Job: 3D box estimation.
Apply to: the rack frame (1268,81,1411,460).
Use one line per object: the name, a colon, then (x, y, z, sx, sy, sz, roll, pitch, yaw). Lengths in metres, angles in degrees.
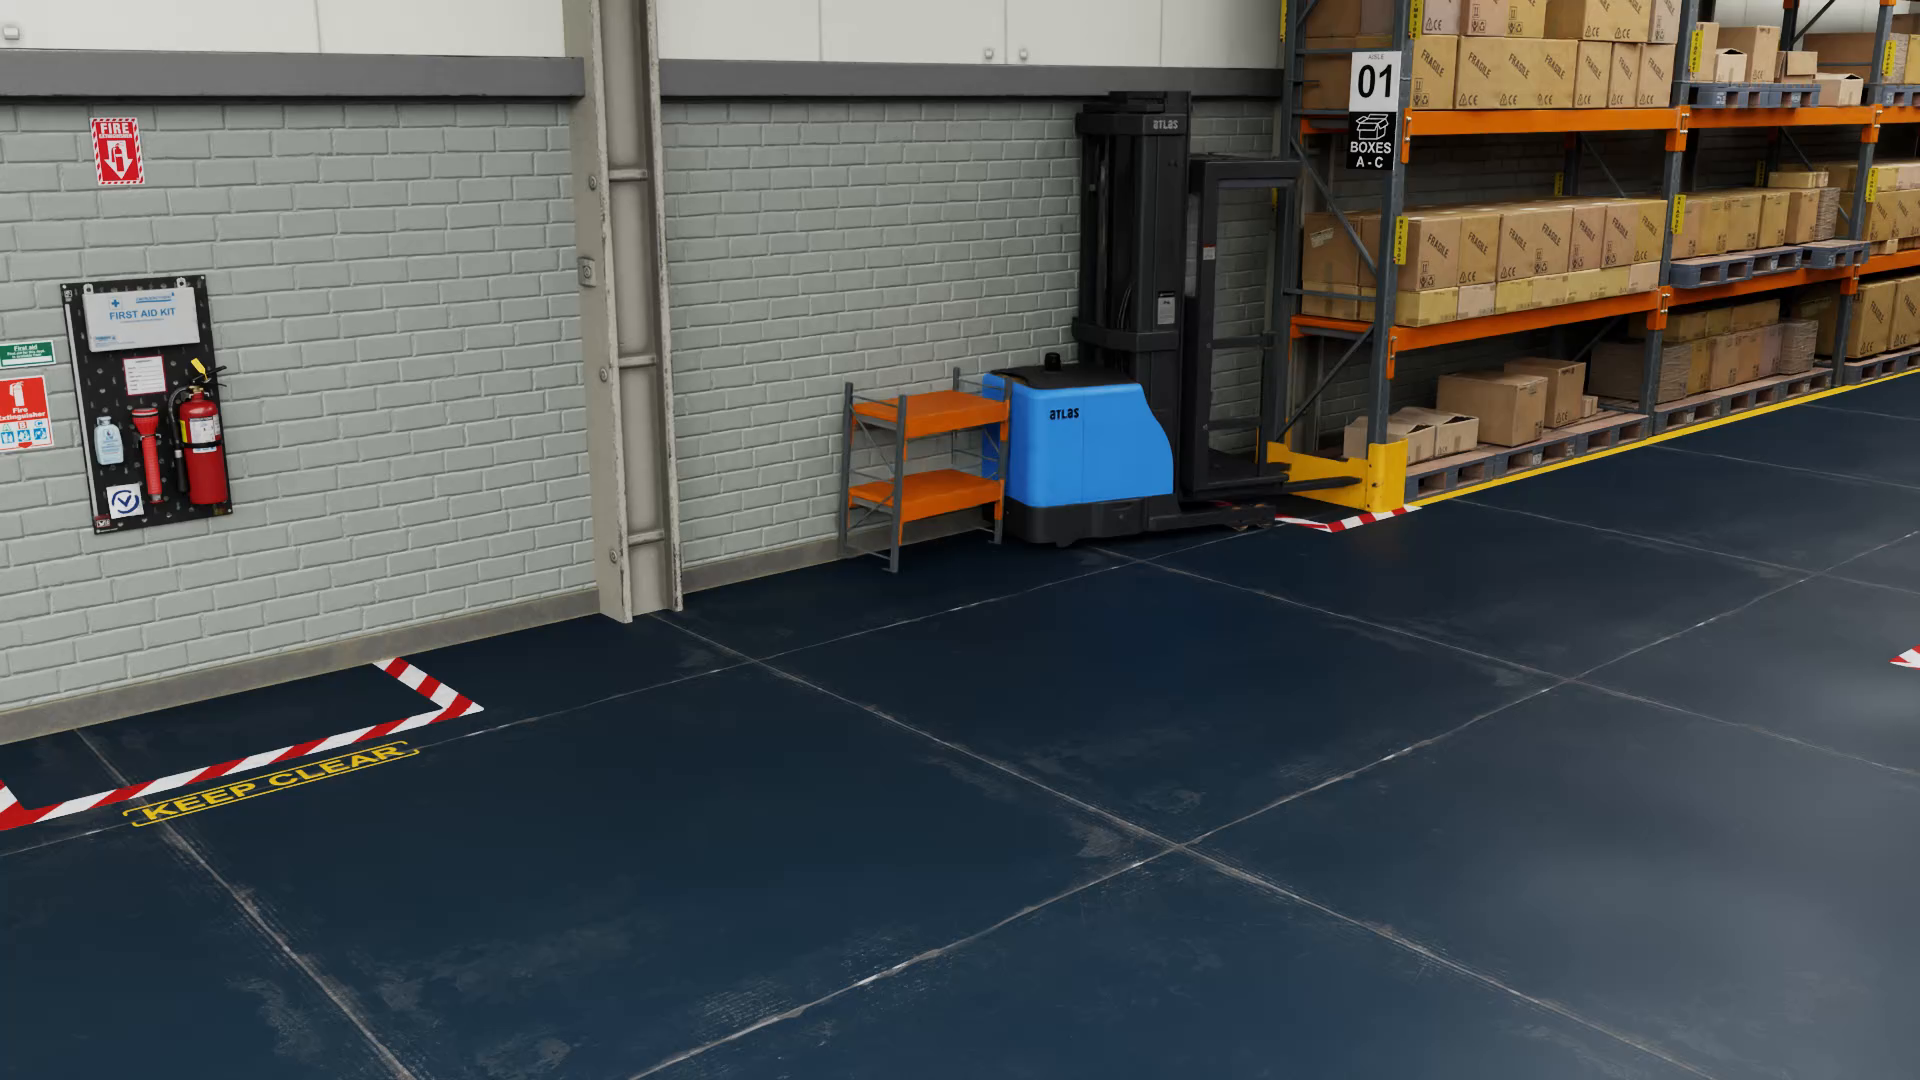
rack frame: (2.702, -1.767, 12.053, 0.127, 3.000, 1.000, -13, 19, -39)

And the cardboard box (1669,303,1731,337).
cardboard box: (6.984, -2.104, 15.853, 0.500, 0.250, 0.500, -13, 20, -41)

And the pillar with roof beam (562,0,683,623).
pillar with roof beam: (0.962, -3.098, 5.411, 0.400, 9.000, 9.100, -13, 19, -39)

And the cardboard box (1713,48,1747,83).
cardboard box: (6.649, -4.235, 14.839, 0.500, 0.311, 0.500, -12, 19, -38)

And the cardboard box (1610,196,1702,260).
cardboard box: (6.126, -2.785, 14.818, 0.500, 0.500, 0.700, -13, 19, -39)

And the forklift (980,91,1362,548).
forklift: (1.642, -1.596, 11.547, 3.031, 2.935, 1.130, -7, 16, -23)

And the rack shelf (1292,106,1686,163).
rack shelf: (4.210, -3.208, 13.027, 4.000, 0.370, 1.077, -13, 19, -39)

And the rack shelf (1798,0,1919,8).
rack shelf: (10.246, -5.819, 17.766, 4.000, 0.370, 1.077, -13, 19, -39)

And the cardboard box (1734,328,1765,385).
cardboard box: (7.407, -1.841, 16.320, 0.500, 0.500, 0.700, -13, 20, -40)

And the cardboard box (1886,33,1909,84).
cardboard box: (9.430, -5.026, 17.394, 0.500, 0.500, 0.700, -14, 20, -42)

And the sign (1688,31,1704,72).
sign: (6.081, -4.039, 13.746, 0.005, 0.325, 0.100, -13, 19, -39)

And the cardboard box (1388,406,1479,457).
cardboard box: (3.713, -0.877, 13.078, 0.500, 0.311, 0.500, -11, 18, -35)

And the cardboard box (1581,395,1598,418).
cardboard box: (5.335, -1.192, 14.538, 0.380, 0.166, 0.250, 13, 20, 40)

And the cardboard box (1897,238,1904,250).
cardboard box: (9.888, -3.203, 17.877, 0.250, 0.149, 0.380, -12, 19, -38)

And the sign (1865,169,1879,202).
sign: (9.100, -3.539, 16.598, 0.005, 0.325, 0.100, -13, 19, -39)

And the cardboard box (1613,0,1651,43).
cardboard box: (5.111, -4.202, 13.186, 0.500, 0.500, 0.500, -11, 19, -36)

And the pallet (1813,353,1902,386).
pallet: (9.381, -1.894, 17.932, 1.213, 0.211, 1.003, -13, 19, -39)

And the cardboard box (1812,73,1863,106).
cardboard box: (8.371, -4.364, 16.095, 0.500, 0.311, 0.500, -13, 19, -39)

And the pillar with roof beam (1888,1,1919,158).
pillar with roof beam: (14.541, -6.147, 16.826, 0.400, 9.000, 9.100, -13, 19, -39)

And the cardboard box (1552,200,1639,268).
cardboard box: (5.193, -2.518, 13.664, 0.500, 0.500, 0.500, -13, 20, -40)

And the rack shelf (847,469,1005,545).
rack shelf: (-0.234, -0.242, 10.832, 0.538, 0.278, 1.000, 17, 20, 38)

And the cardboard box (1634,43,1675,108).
cardboard box: (5.499, -3.818, 13.686, 0.500, 0.500, 0.500, -12, 19, -38)

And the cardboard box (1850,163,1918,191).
cardboard box: (9.653, -3.804, 17.418, 0.500, 0.250, 0.500, -13, 20, -40)

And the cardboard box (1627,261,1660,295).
cardboard box: (5.561, -2.243, 14.086, 0.500, 0.250, 0.500, -13, 19, -39)

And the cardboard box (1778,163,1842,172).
cardboard box: (8.909, -3.814, 17.453, 0.500, 0.250, 0.500, -12, 19, -38)

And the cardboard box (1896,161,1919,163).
cardboard box: (10.409, -3.977, 18.066, 0.500, 0.250, 0.500, -13, 20, -40)

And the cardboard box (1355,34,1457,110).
cardboard box: (3.118, -3.282, 11.681, 0.500, 0.500, 0.500, -12, 19, -38)

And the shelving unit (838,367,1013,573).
shelving unit: (-0.219, -0.476, 10.765, 0.538, 1.125, 1.048, 17, 20, 38)

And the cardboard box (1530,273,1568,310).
cardboard box: (4.432, -1.986, 13.126, 0.500, 0.250, 0.500, -12, 19, -39)

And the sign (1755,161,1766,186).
sign: (8.370, -3.789, 17.380, 0.005, 0.325, 0.100, -13, 19, -39)

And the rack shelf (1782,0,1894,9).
rack shelf: (7.228, -5.141, 15.229, 4.000, 0.370, 1.077, -13, 19, -39)

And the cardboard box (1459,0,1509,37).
cardboard box: (3.563, -3.851, 11.870, 0.500, 0.500, 0.500, -13, 20, -40)

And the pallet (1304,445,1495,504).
pallet: (3.395, -0.564, 12.951, 1.213, 0.211, 1.003, -13, 19, -39)

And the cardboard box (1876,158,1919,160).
cardboard box: (10.846, -4.247, 19.075, 0.500, 0.250, 0.500, -12, 19, -39)

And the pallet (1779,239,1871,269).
pallet: (8.269, -2.888, 16.622, 1.003, 0.211, 1.213, -13, 19, -39)

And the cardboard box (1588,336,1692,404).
cardboard box: (6.264, -1.578, 15.335, 0.500, 0.500, 0.700, -12, 19, -38)

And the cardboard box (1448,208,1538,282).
cardboard box: (4.032, -2.257, 12.686, 0.500, 0.500, 0.500, -13, 20, -41)

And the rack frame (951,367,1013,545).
rack frame: (0.114, -0.562, 11.139, 0.500, 1.125, 0.032, 17, 20, 38)

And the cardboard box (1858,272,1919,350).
cardboard box: (10.043, -2.533, 18.272, 0.750, 0.750, 0.750, -13, 20, -40)

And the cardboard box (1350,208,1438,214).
cardboard box: (3.304, -2.271, 12.739, 0.500, 0.500, 0.500, -12, 19, -39)

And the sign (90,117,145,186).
sign: (-3.825, -1.765, 7.551, 0.199, 0.298, 0.001, -13, 19, -39)

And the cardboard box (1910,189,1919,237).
cardboard box: (10.047, -3.527, 17.834, 0.500, 0.500, 0.500, -13, 20, -40)

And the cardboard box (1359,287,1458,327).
cardboard box: (3.278, -1.725, 12.148, 0.500, 0.250, 0.500, -13, 20, -41)

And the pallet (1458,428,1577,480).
pallet: (4.315, -0.769, 13.721, 1.213, 0.211, 1.003, -13, 19, -39)

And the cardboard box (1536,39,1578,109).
cardboard box: (4.326, -3.550, 12.683, 0.500, 0.500, 0.500, -11, 19, -36)

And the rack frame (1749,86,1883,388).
rack frame: (8.737, -3.122, 17.127, 0.127, 3.000, 1.000, -13, 19, -39)

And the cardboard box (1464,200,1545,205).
cardboard box: (4.455, -2.535, 13.727, 0.500, 0.500, 0.500, -12, 19, -38)

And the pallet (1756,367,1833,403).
pallet: (8.146, -1.643, 16.992, 1.213, 0.211, 1.003, -13, 19, -39)

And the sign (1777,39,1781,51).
sign: (8.379, -4.969, 17.073, 0.005, 0.325, 0.100, -13, 19, -39)

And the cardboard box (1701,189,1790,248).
cardboard box: (7.463, -3.086, 15.946, 0.500, 0.500, 0.700, -13, 19, -39)
